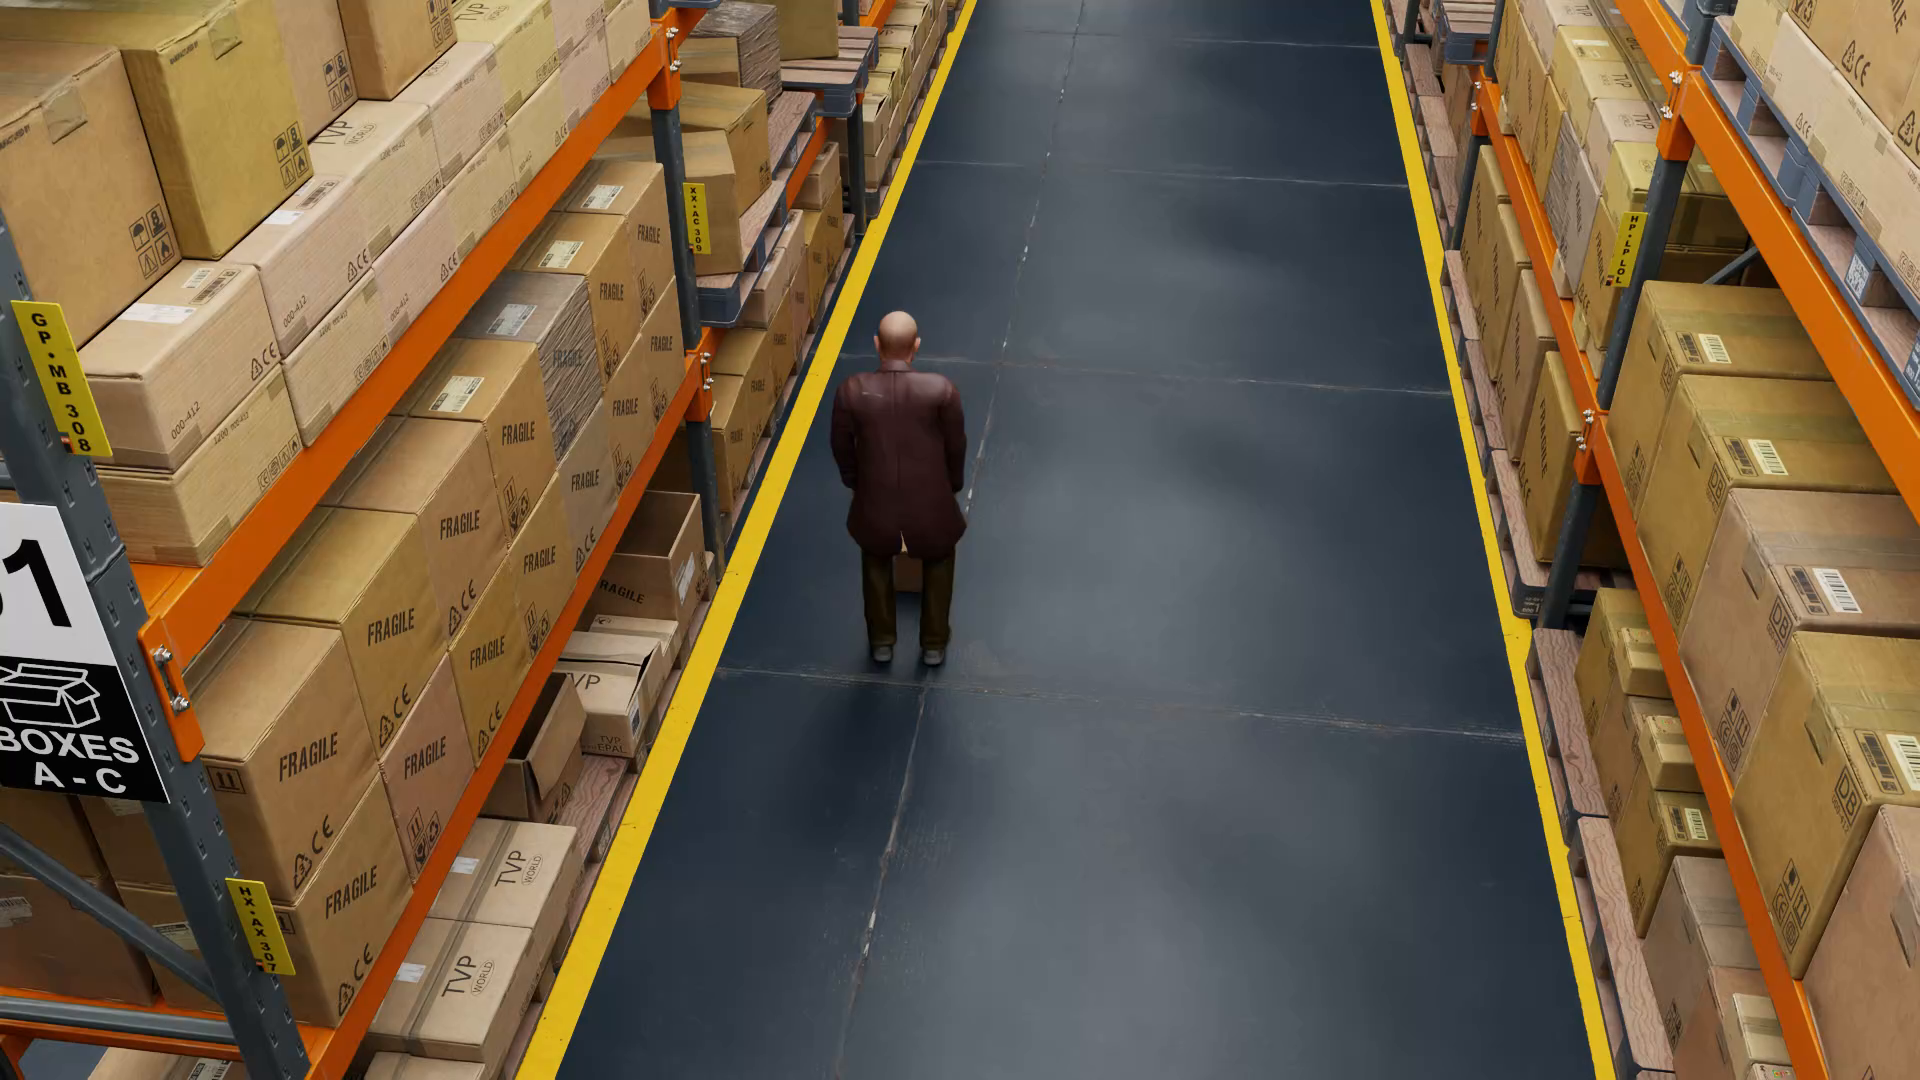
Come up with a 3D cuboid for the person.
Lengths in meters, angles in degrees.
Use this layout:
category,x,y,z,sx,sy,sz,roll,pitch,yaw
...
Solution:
category,x,y,z,sx,sy,sz,roll,pitch,yaw
person,-0.269,-0.200,7.408,0.599,1.702,0.466,3,36,5
